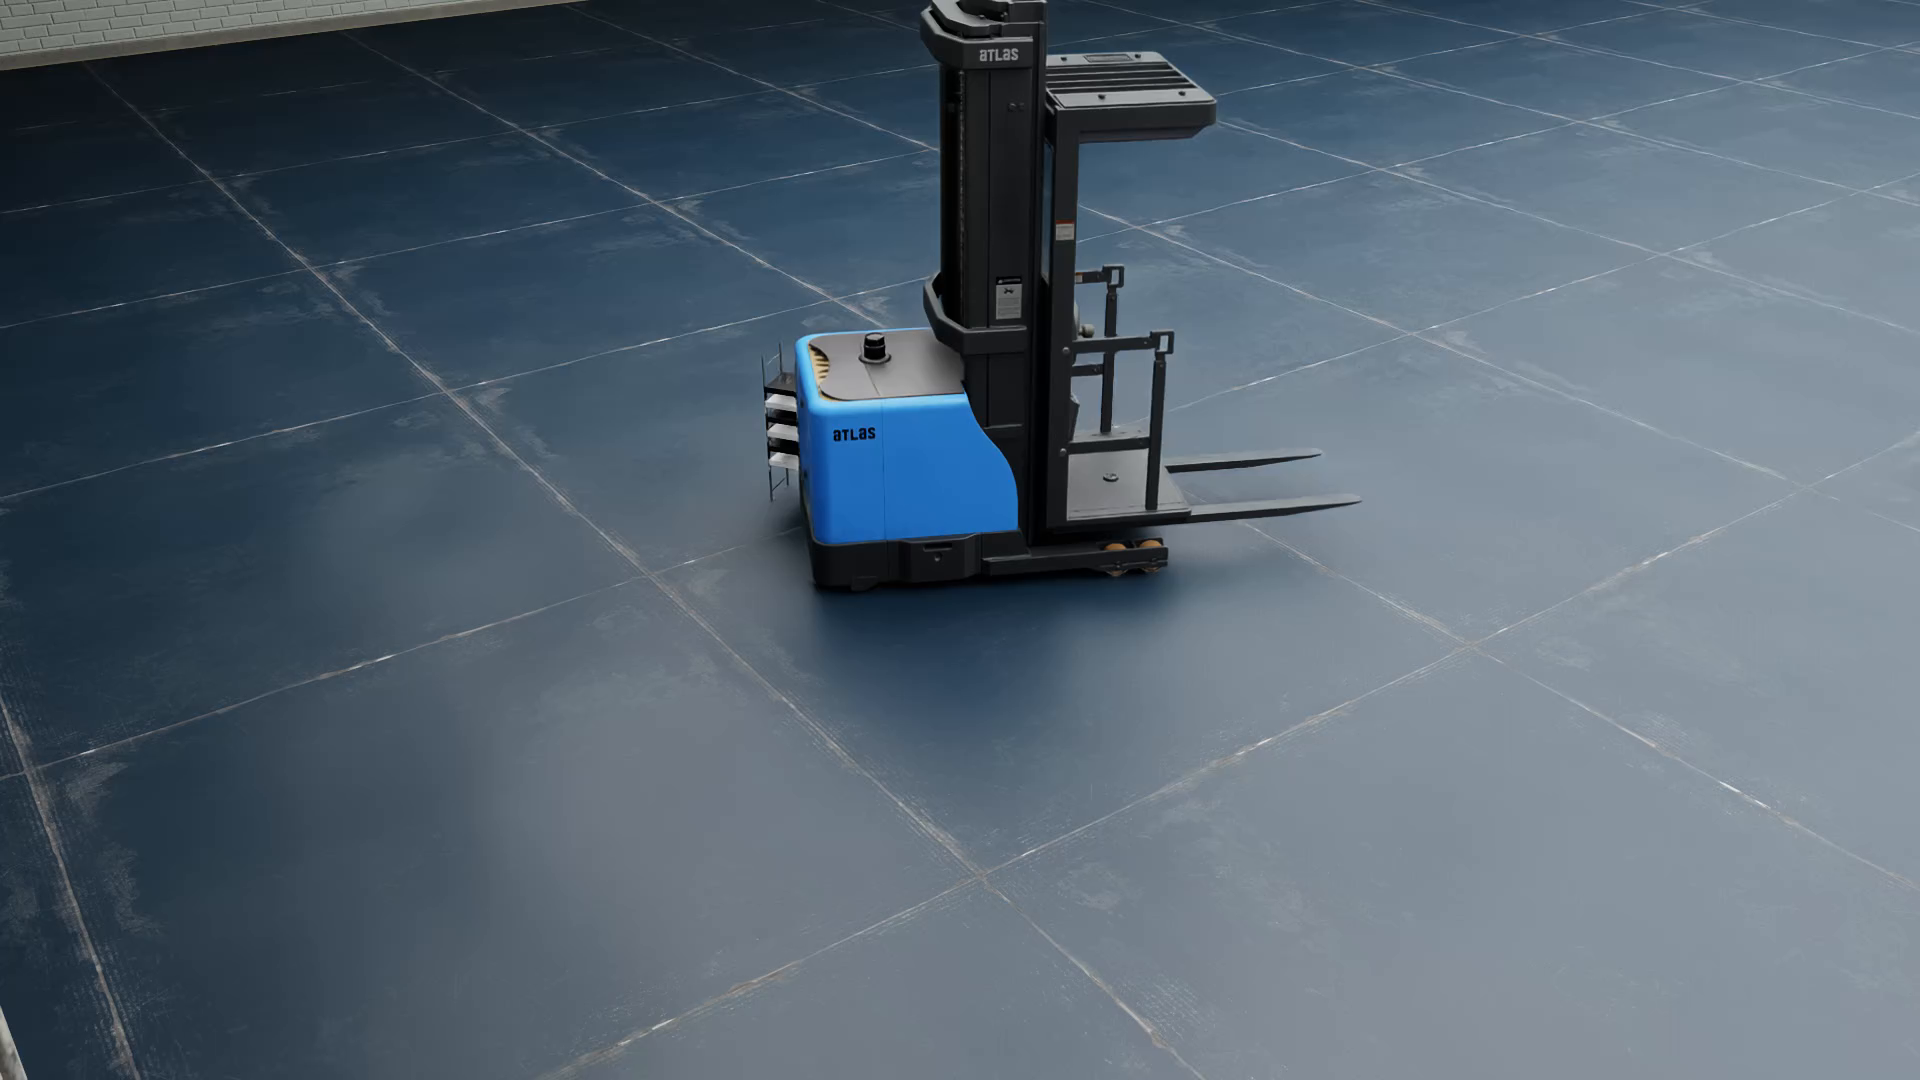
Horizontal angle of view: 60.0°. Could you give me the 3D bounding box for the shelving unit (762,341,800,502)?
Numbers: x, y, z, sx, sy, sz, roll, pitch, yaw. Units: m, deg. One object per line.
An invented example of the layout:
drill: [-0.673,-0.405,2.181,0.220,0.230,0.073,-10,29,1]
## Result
shelving unit: [-0.954,-0.652,9.445,0.210,0.900,0.258,10,30,18]

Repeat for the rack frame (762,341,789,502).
rack frame: [-1.049,-0.669,9.476,0.006,0.900,0.240,10,30,18]

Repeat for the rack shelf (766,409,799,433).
rack shelf: [-0.954,-0.702,9.418,0.200,0.077,0.258,10,30,18]

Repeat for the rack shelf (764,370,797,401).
rack shelf: [-0.954,-0.860,9.332,0.200,0.077,0.258,10,30,18]

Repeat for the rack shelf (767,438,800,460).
rack shelf: [-0.954,-0.544,9.504,0.200,0.077,0.258,10,30,18]

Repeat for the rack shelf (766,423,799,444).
rack shelf: [-0.954,-0.623,9.461,0.200,0.077,0.258,10,30,18]

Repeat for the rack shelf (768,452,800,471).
rack shelf: [-0.954,-0.464,9.547,0.200,0.077,0.258,10,30,18]

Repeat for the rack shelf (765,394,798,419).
rack shelf: [-0.954,-0.781,9.375,0.200,0.077,0.258,10,30,18]

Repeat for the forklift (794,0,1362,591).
forklift: [0.660,-1.345,8.593,3.031,2.935,1.130,-5,29,-8]
